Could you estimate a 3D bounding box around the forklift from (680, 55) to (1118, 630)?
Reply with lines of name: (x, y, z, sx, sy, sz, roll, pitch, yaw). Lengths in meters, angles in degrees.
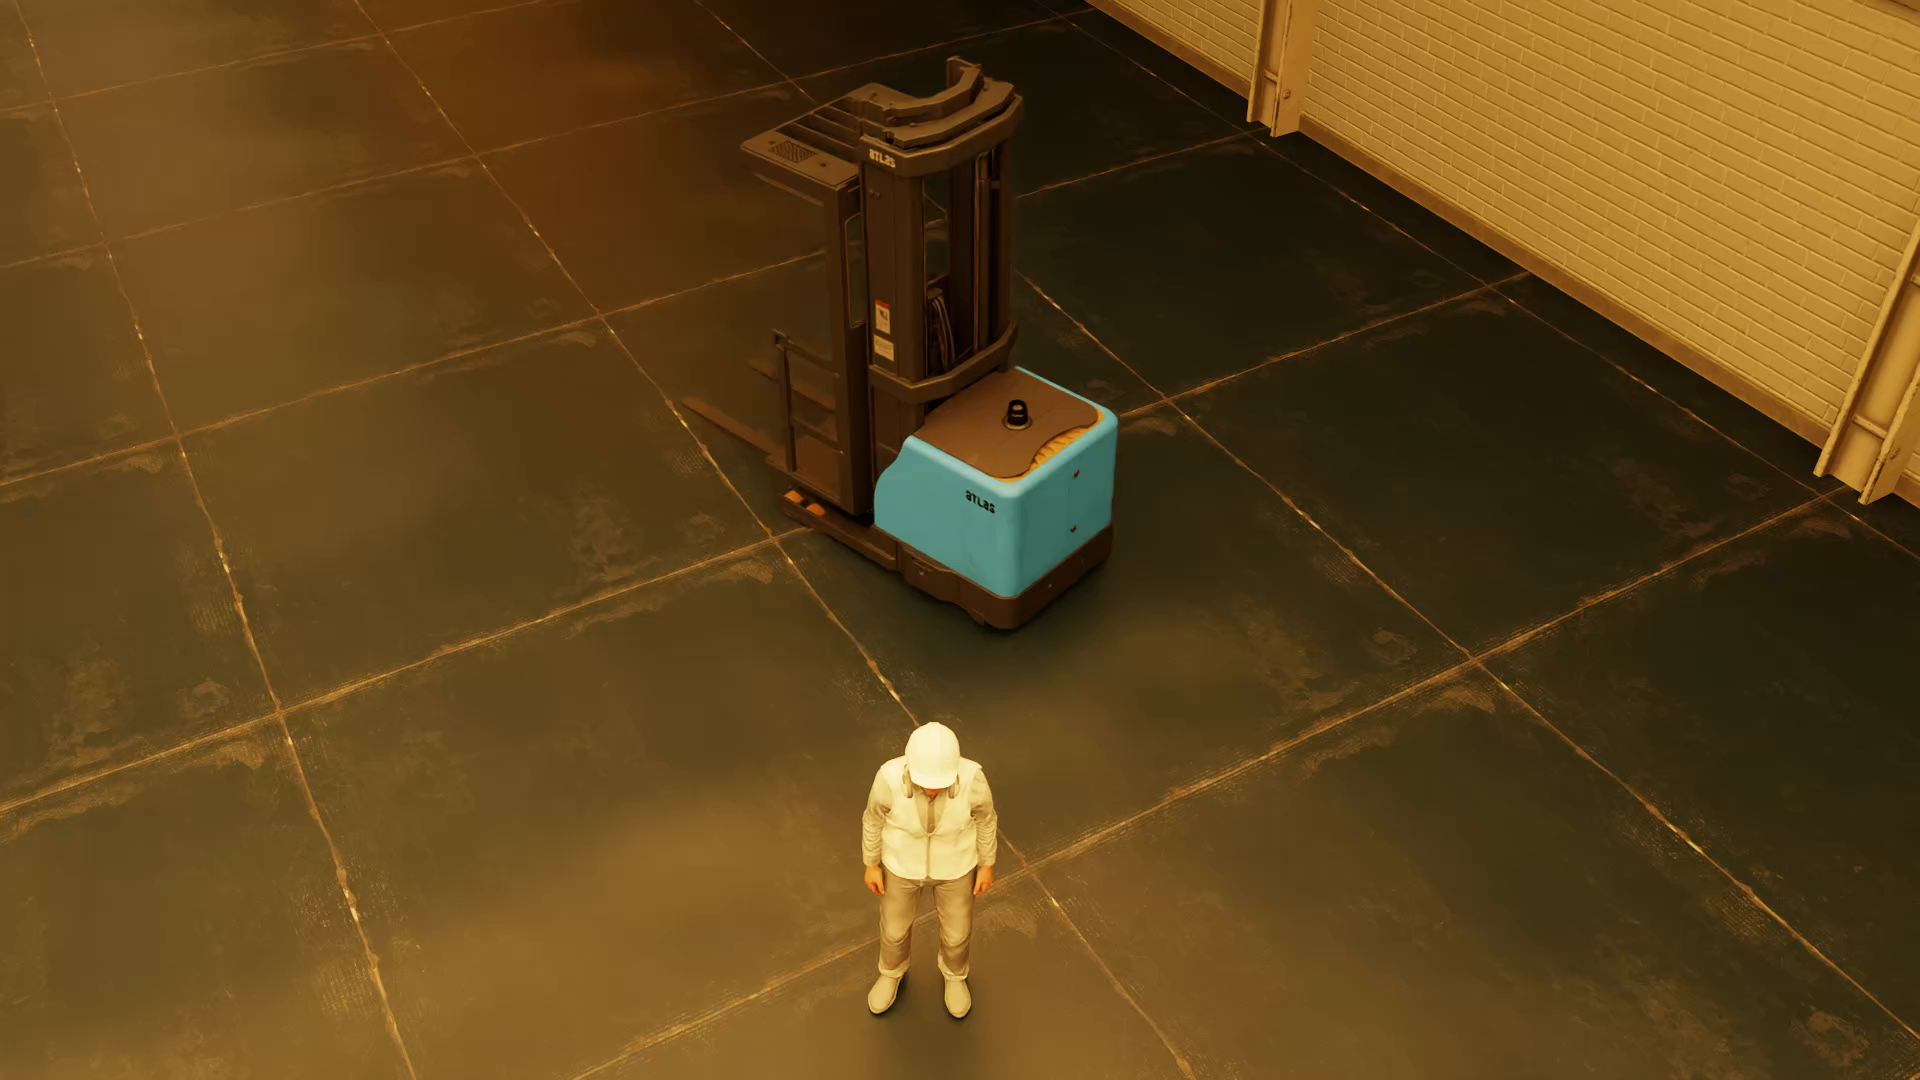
forklift: (-0.516, -1.414, 9.741, 3.031, 2.935, 1.130, 29, 48, 30)

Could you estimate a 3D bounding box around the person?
person: (-0.134, 1.409, 7.250, 0.589, 1.767, 0.464, 0, 40, 1)
